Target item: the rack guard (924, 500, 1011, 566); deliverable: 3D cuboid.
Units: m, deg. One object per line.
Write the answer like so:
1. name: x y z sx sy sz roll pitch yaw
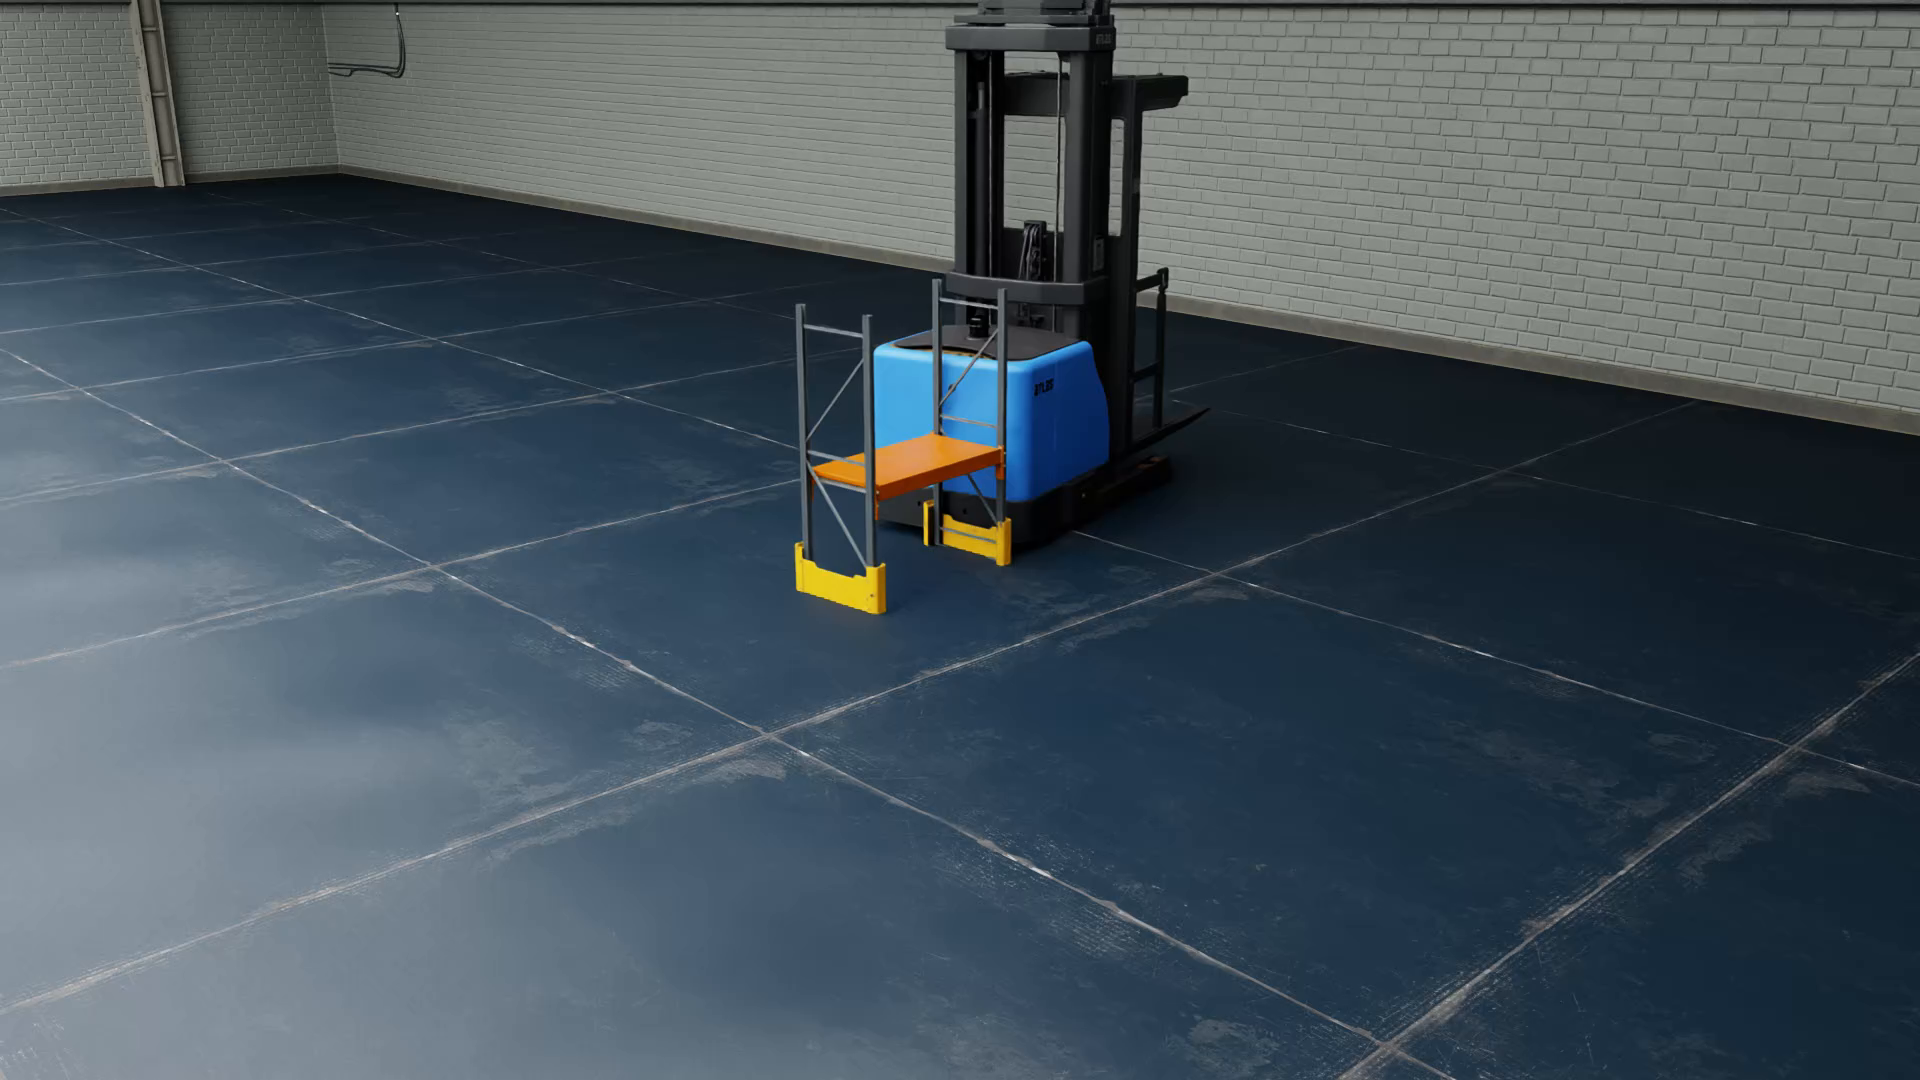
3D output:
1. rack guard: 0.038 -0.041 9.207 0.587 0.250 0.087 15 23 38

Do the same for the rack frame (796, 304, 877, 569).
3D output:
1. rack frame: -0.613 -0.403 8.295 0.500 1.500 0.032 15 23 38

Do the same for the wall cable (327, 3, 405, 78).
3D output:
1. wall cable: -10.106 -9.036 27.797 0.112 2.526 3.097 -16 24 -41

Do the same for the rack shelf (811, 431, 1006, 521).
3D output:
1. rack shelf: -0.281 -0.350 8.717 0.538 0.185 1.000 15 23 38

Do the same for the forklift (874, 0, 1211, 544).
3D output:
1. forklift: 0.688 -1.775 10.208 1.130 2.935 3.031 11 21 30

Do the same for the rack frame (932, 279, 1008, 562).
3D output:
1. rack frame: 0.051 -0.640 9.028 0.500 1.500 0.032 15 23 38

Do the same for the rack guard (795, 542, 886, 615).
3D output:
1. rack guard: -0.612 0.192 8.489 0.587 0.250 0.087 15 23 38

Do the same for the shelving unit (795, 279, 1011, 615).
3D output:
1. shelving unit: -0.287 -0.519 8.655 0.587 1.500 1.083 15 23 38

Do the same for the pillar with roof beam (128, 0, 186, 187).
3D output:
1. pillar with roof beam: -10.198 -9.220 23.331 0.400 9.000 9.100 -16 24 -41
